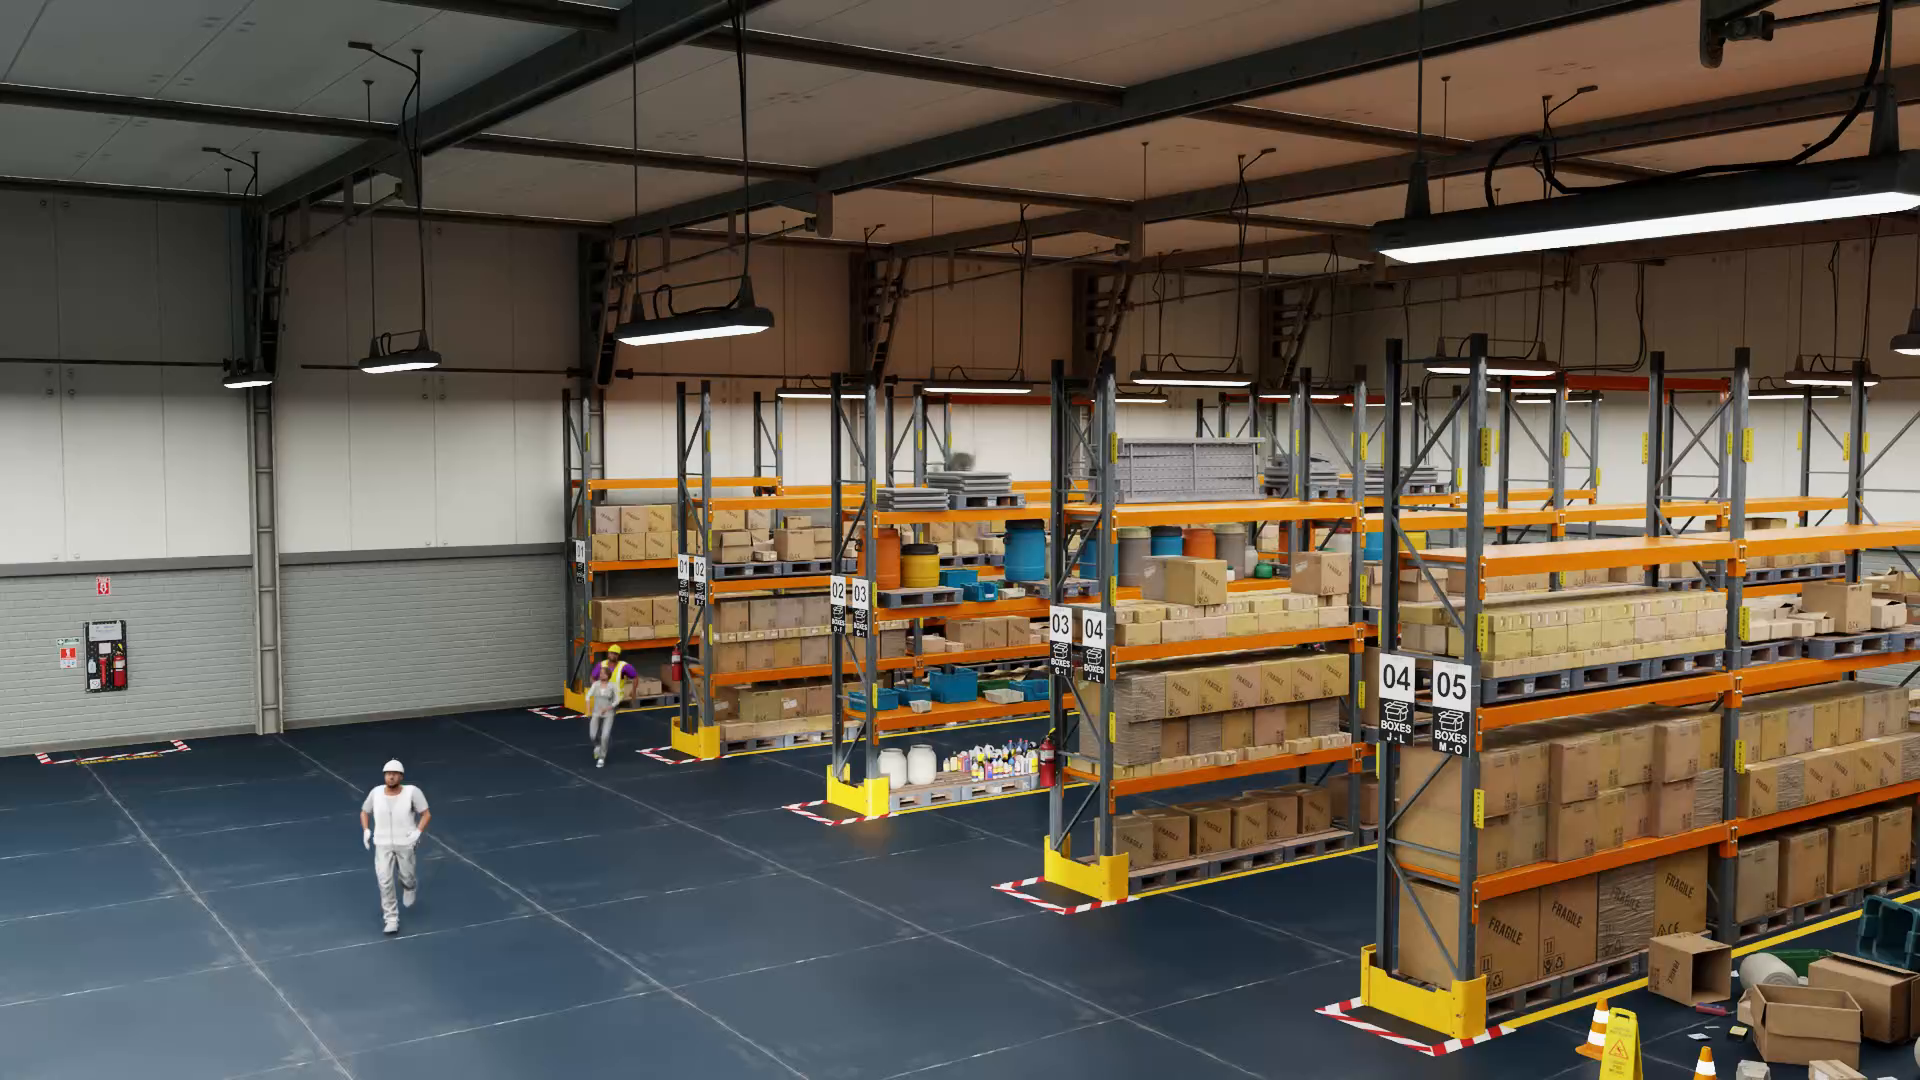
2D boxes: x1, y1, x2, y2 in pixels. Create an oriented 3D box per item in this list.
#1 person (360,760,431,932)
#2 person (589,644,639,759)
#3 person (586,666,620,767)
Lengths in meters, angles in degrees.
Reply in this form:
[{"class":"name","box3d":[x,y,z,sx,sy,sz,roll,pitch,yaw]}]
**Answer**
[{"class":"person","box3d":[-5.918,3.169,17.432,0.720,1.748,0.812,-1,4,-9]},{"class":"person","box3d":[-5.604,2.570,26.738,0.765,1.783,0.803,1,4,11]},{"class":"person","box3d":[-5.563,2.744,25.866,0.544,1.555,0.502,0,4,-5]}]
